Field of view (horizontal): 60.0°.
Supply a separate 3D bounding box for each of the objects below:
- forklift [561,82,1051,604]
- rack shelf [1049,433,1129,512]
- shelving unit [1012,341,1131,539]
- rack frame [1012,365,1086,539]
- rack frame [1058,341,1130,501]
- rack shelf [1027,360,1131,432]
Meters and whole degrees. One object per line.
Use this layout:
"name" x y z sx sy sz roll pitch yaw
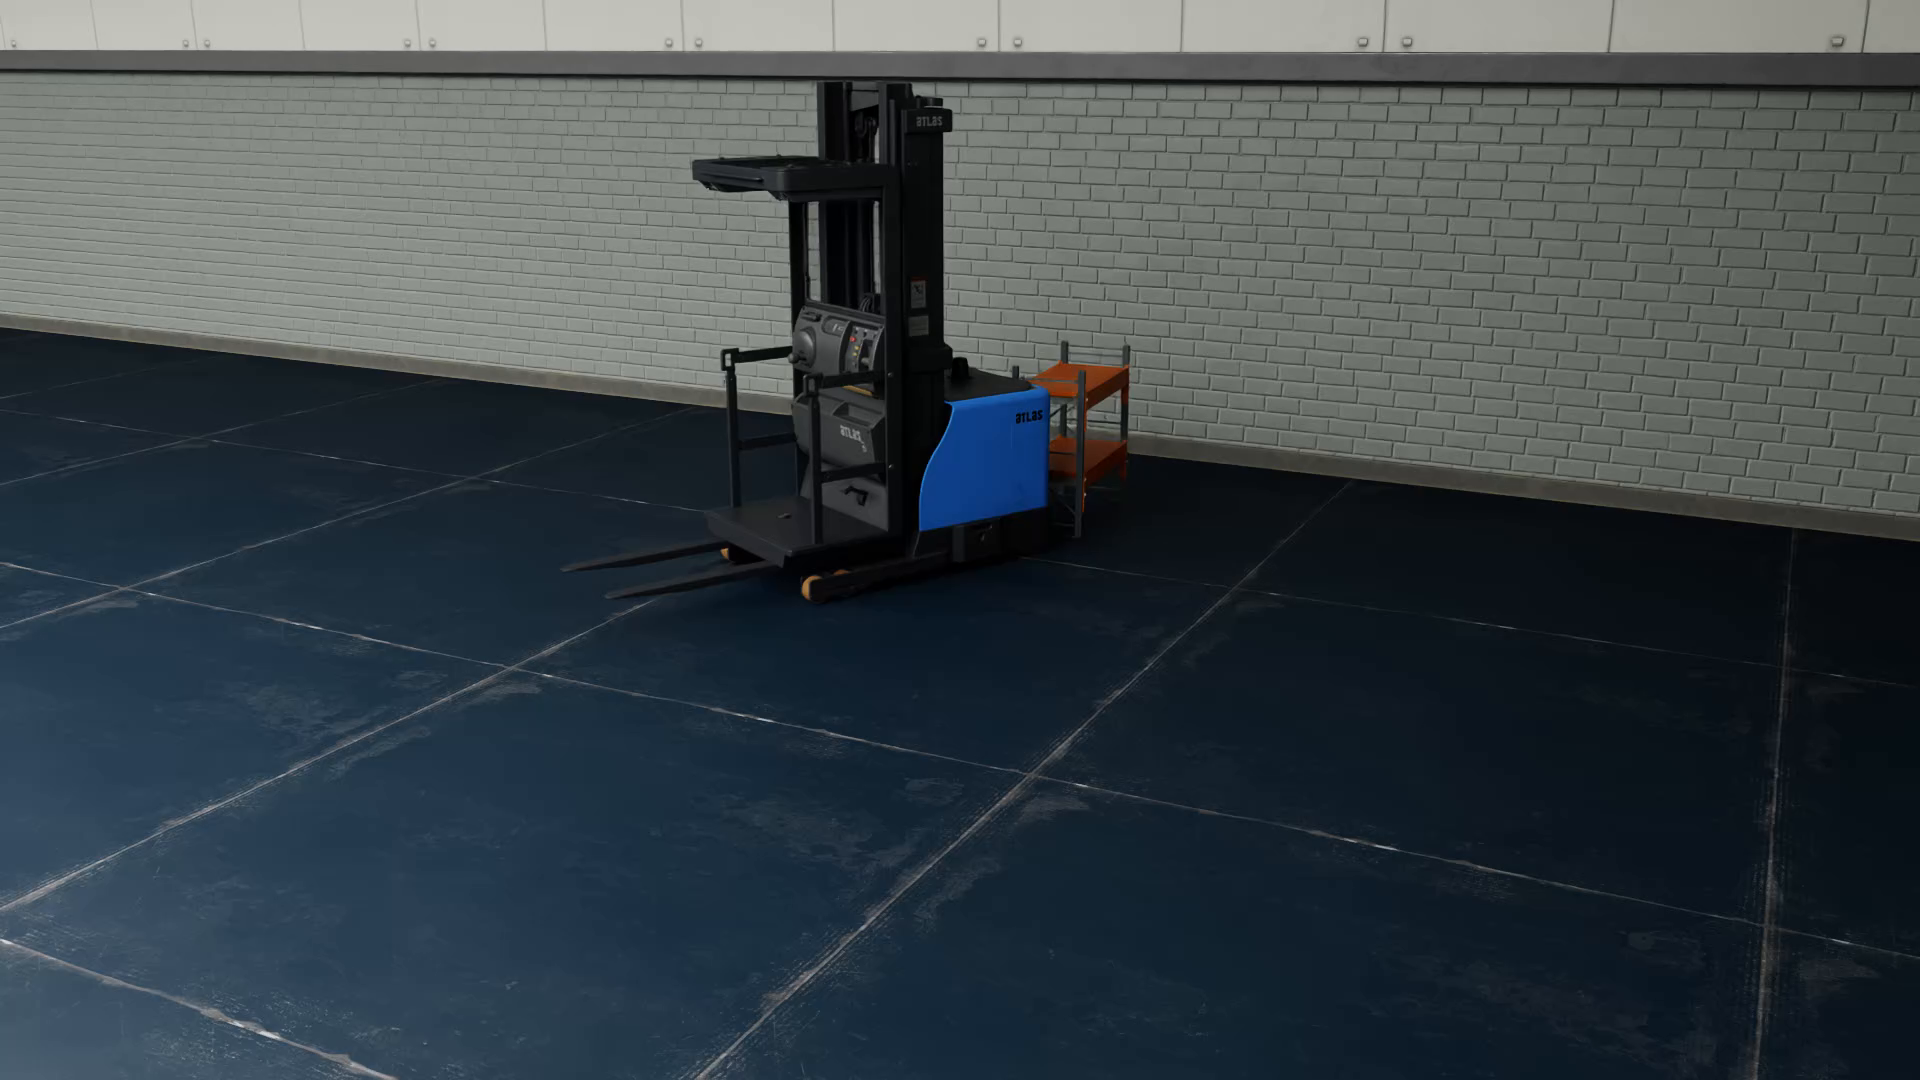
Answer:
"forklift" -0.906 -1.201 9.919 3.031 2.935 1.130 -12 20 -34
"rack shelf" 0.767 -0.479 11.521 0.538 0.278 1.000 7 18 21
"shelving unit" 0.767 -0.714 11.451 0.538 1.125 1.048 7 18 21
"rack frame" 0.578 -0.579 10.999 0.500 1.125 0.032 7 18 21
"rack frame" 0.956 -0.848 11.904 0.500 1.125 0.032 7 18 21
"rack shelf" 0.767 -0.994 11.368 0.538 0.278 1.000 7 18 21
